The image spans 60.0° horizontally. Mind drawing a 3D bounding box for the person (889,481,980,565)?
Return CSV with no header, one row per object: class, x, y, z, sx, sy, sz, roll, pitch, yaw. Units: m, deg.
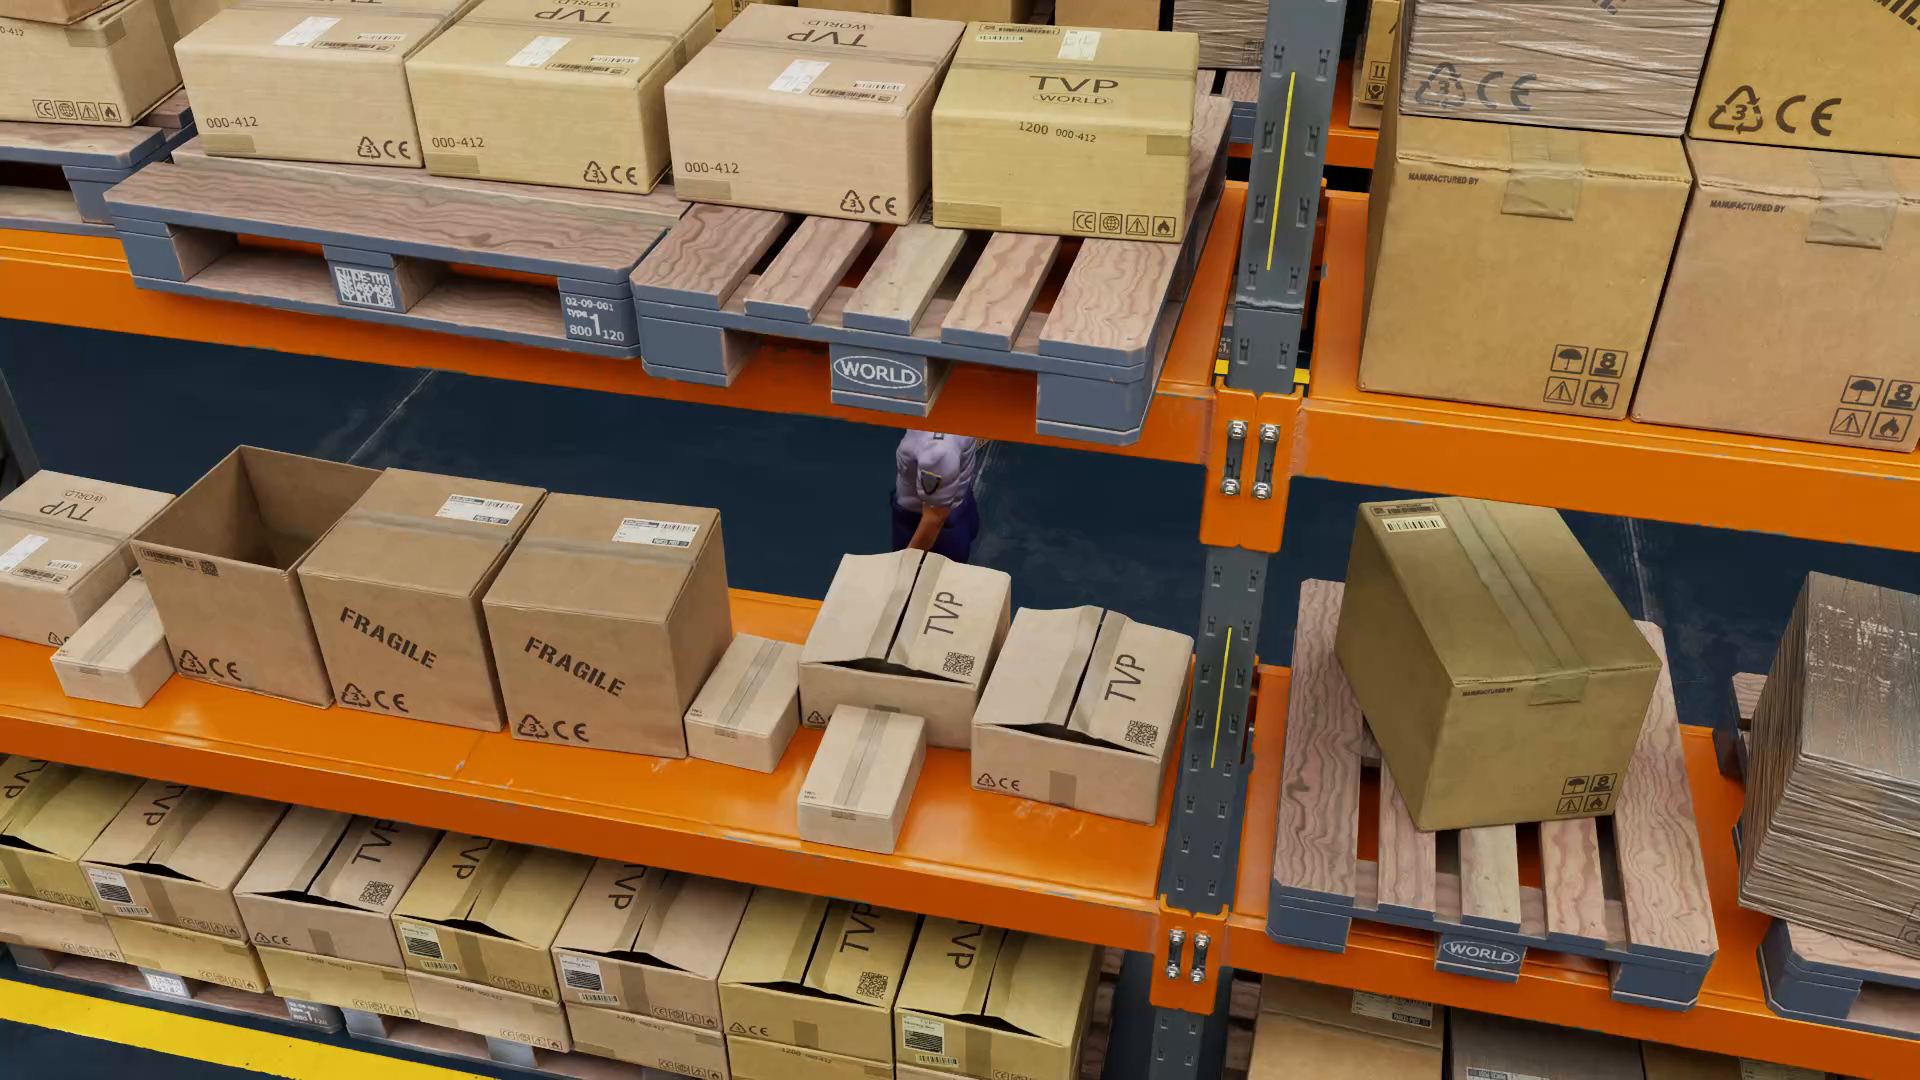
person,-0.177,0.171,6.432,0.500,1.033,0.525,7,37,9
